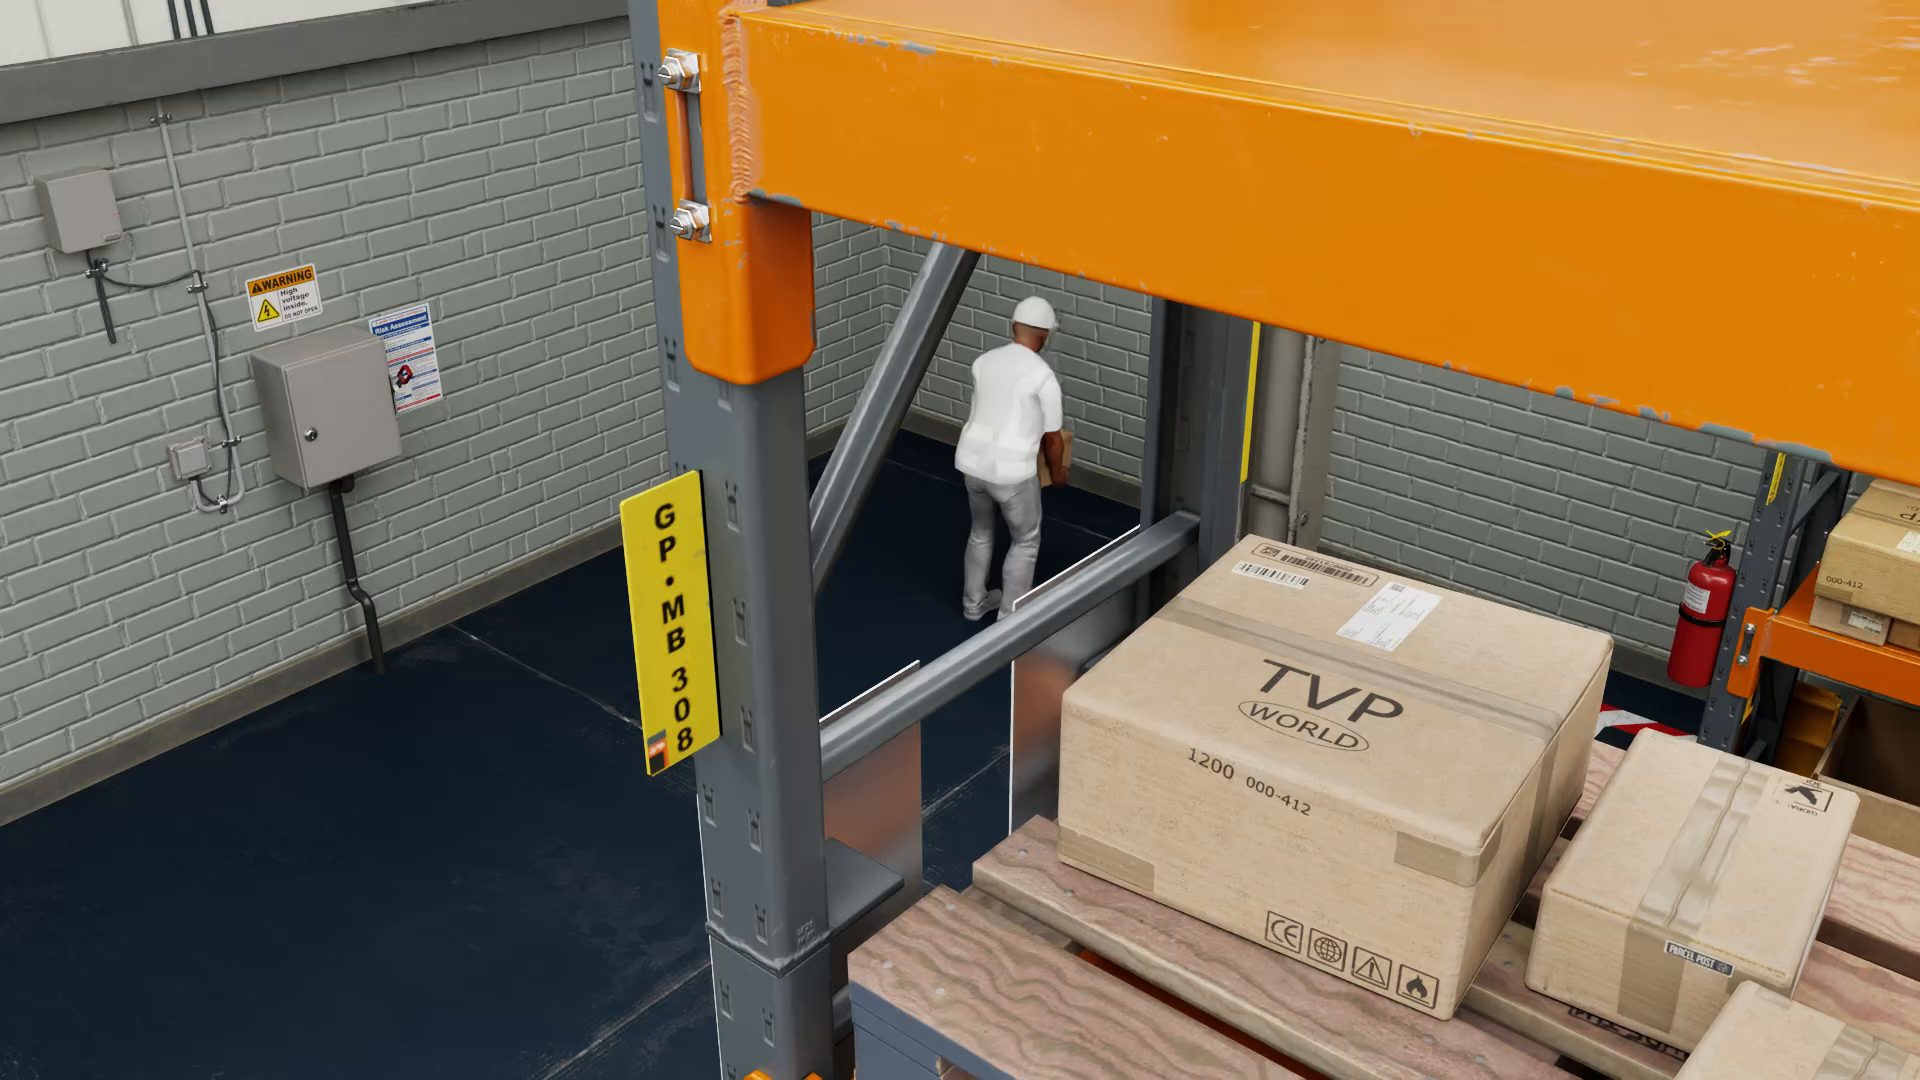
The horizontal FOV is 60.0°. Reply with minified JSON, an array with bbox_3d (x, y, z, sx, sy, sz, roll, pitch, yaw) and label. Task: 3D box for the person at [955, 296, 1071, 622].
[{"bbox_3d":[0.266,-0.382,8.413,0.488,1.693,0.636,20,33,34],"label":"person"}]
